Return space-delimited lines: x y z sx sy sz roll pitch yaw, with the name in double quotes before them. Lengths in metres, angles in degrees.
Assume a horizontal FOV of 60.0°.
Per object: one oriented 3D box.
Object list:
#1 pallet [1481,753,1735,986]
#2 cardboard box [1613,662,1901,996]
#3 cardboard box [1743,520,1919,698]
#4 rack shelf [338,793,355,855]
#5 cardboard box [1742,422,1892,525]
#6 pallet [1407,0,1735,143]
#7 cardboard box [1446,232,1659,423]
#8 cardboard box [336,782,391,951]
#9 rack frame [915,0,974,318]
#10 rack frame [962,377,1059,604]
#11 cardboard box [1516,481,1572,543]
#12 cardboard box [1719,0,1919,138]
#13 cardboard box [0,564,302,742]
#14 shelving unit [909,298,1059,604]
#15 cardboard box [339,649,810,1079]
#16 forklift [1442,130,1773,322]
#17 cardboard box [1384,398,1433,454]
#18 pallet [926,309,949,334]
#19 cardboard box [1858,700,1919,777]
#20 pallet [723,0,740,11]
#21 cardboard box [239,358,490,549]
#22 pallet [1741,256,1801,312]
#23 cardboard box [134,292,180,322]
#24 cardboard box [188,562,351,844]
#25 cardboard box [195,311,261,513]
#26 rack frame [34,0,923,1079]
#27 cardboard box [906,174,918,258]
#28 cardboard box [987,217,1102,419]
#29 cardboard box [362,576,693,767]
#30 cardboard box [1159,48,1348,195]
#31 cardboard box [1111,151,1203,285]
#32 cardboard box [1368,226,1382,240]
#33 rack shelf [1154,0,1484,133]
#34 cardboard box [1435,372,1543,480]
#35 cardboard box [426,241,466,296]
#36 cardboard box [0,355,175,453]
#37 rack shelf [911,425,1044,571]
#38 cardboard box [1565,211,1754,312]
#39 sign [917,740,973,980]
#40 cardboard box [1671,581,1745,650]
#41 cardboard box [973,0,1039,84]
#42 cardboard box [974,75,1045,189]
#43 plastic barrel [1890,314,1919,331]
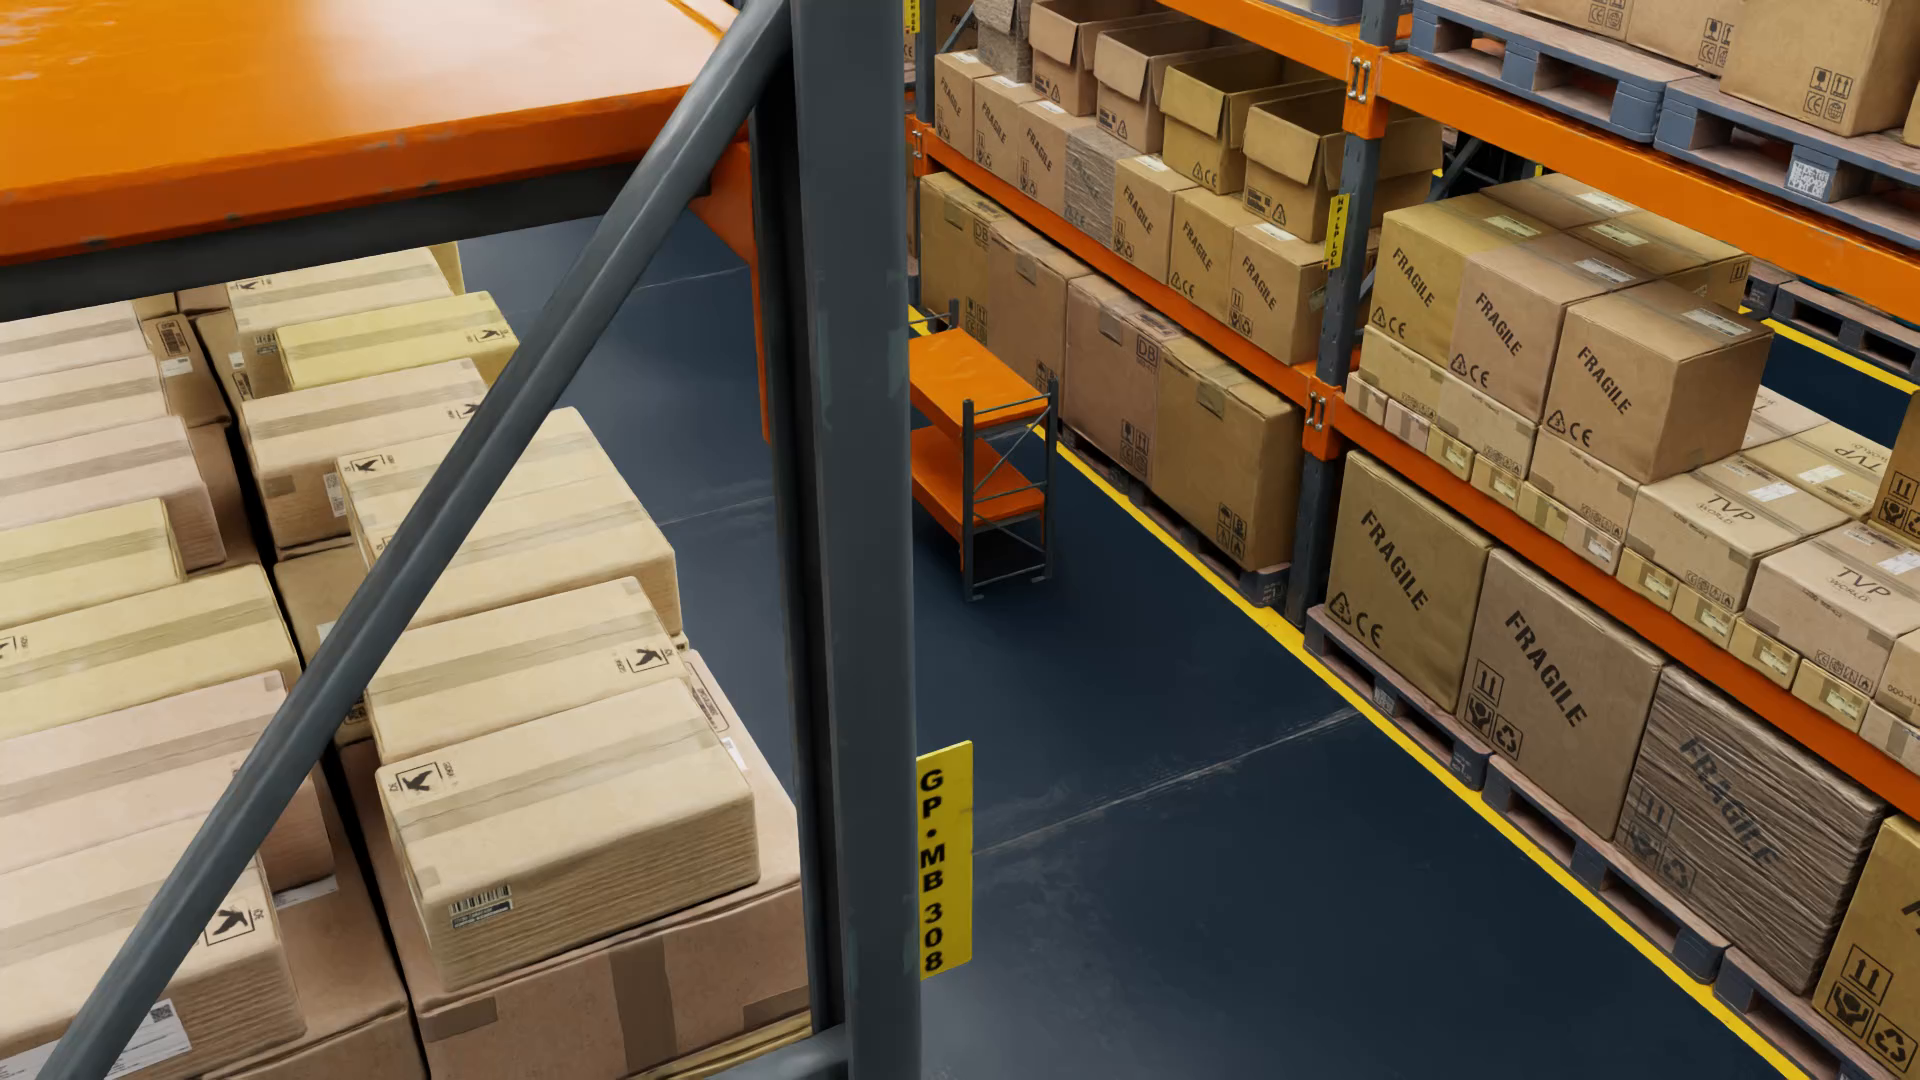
"pallet" 2.917 1.159 6.745 1.003 0.211 1.213 -16 36 -23
"cardboard box" 3.130 0.927 6.103 0.875 0.875 0.875 -16 36 -23
"cardboard box" 2.989 0.217 5.494 0.500 0.250 0.500 -17 36 -25
"rack shelf" -1.444 0.213 3.523 1.077 0.370 4.000 -16 36 -23
"cardboard box" 3.211 -0.165 6.091 0.500 0.250 0.500 -17 36 -24
"pallet" 2.431 -1.813 6.101 1.003 0.211 1.213 -16 36 -23
"cardboard box" 2.278 -0.828 6.431 0.500 0.500 0.500 -16 36 -23
"cardboard box" -0.736 0.397 2.708 0.500 0.250 0.500 -15 35 -22
"rack frame" 0.193 -2.889 10.479 1.000 3.000 0.127 -16 36 -23
"rack frame" 0.240 -0.228 8.063 0.500 1.125 0.032 -16 36 -23
"cardboard box" 2.392 -0.152 6.439 0.380 0.149 0.250 -16 36 -24
"cardboard box" 2.841 -1.603 5.117 0.700 0.500 0.500 -14 35 -21
"cardboard box" -1.075 0.200 2.182 0.380 0.149 0.250 -17 36 -25
"shelving unit" 0.003 -0.470 8.442 0.538 1.125 1.048 -16 36 -23
"cardboard box" -0.491 0.438 2.181 0.500 0.250 0.500 -15 36 -22
"forklift" 3.680 -2.268 9.573 3.031 2.935 1.130 -16 36 -23
"cardboard box" 2.025 -0.524 7.021 0.380 0.149 0.250 -17 36 -25
"pallet" 0.494 -1.320 10.615 1.003 0.211 1.213 -16 36 -23
"cardboard box" 3.111 0.584 5.291 0.380 0.149 0.250 -15 36 -22
"pallet" -1.444 -4.316 12.884 1.003 0.211 1.213 -16 36 -23
"cardboard box" -0.952 -0.149 2.727 0.380 0.149 0.250 -15 36 -22
"pallet" 5.544 -2.014 11.697 1.003 0.211 1.213 -16 36 -23
"cardboard box" -1.914 -0.419 3.518 0.500 0.250 0.500 -15 36 -22
"cardboard box" -1.191 0.318 2.368 0.500 0.250 0.500 -17 36 -24
"cardboard box" -1.193 -0.291 3.319 0.500 0.250 0.500 -17 36 -25
"rack frame" -0.509 -0.399 1.031 0.949 2.616 0.053 -16 36 -23
"cardboard box" -0.137 -2.337 11.526 0.700 0.500 0.500 -18 37 -26
"cardboard box" 0.906 -1.410 9.750 1.225 0.875 0.875 -16 36 -23
"cardboard box" -0.564 0.212 2.165 0.380 0.149 0.250 -14 35 -21
"cardboard box" 1.444 -2.078 8.190 0.797 0.503 0.637 -15 36 -23
"cardboard box" 1.124 -1.663 8.472 0.500 0.500 0.500 -16 36 -24
"cardboard box" 2.065 -1.305 7.914 0.500 0.500 0.500 -16 36 -23
"rack shelf" 1.126 -2.895 8.374 1.077 0.370 4.000 -16 36 -23
"cardboard box" 2.273 -0.514 6.635 0.500 0.250 0.500 -16 36 -23
"cardboard box" -1.227 -0.552 3.357 0.380 0.149 0.250 -17 36 -24
"cardboard box" -1.496 -0.154 2.736 0.380 0.149 0.250 -15 36 -22
"rack shelf" 0.003 -0.265 8.573 0.538 0.278 1.000 -16 36 -23
"cardboard box" 2.739 -0.966 6.645 0.500 0.500 0.500 -15 36 -23
"sign" -0.032 0.360 1.816 0.100 0.325 0.005 -16 36 -23
"cardboard box" 2.754 0.218 5.863 0.380 0.149 0.250 -15 36 -22
"cardboard box" 0.520 -3.001 9.631 0.797 0.503 0.637 -15 35 -22
"cardboard box" 0.422 -2.386 9.600 0.500 0.500 0.500 -17 36 -24
"plastic barrel" 6.201 -1.783 10.309 0.600 0.901 0.708 -16 36 -23
